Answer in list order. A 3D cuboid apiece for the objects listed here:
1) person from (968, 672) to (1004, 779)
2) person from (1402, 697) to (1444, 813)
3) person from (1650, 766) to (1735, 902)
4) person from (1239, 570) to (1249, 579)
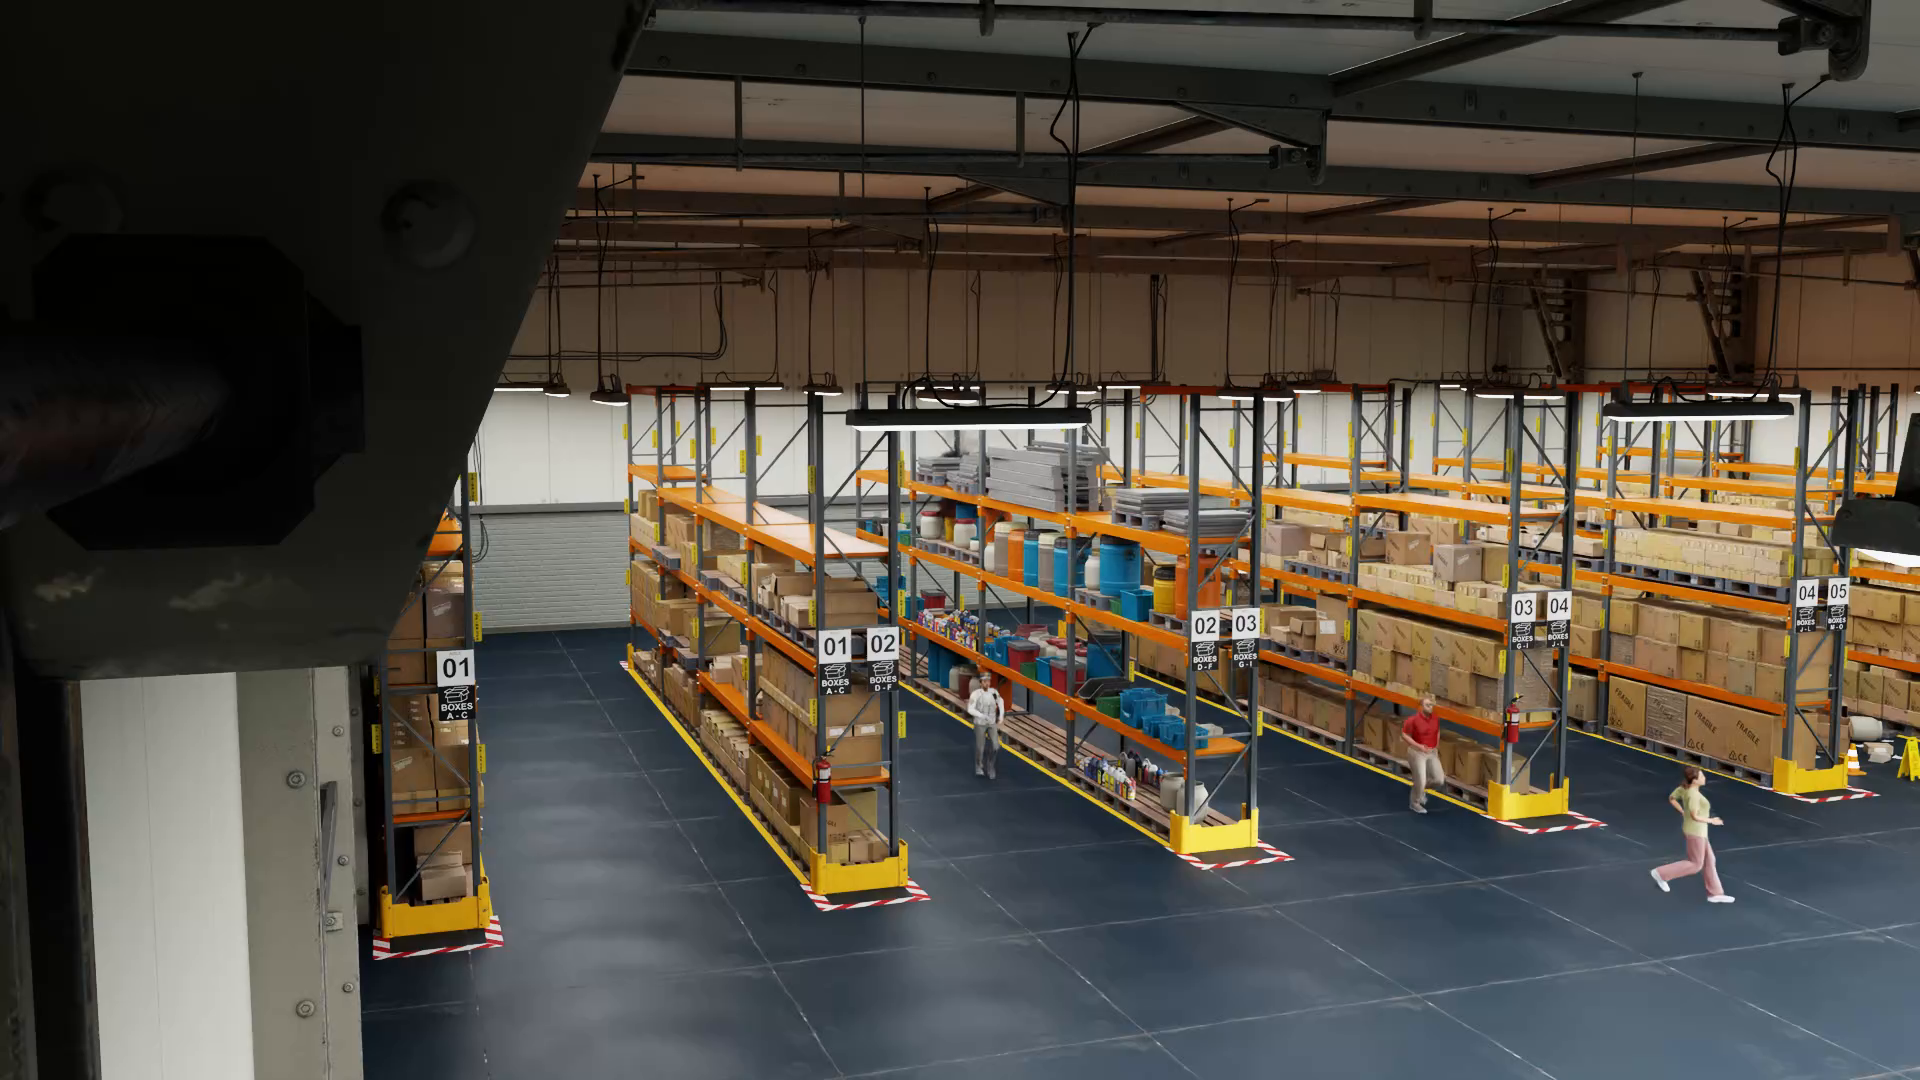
[{"bbox_3d":[0.421,2.862,25.607,0.643,1.708,0.660,-2,6,-18],"label":"person"},{"bbox_3d":[6.614,3.062,23.641,0.679,1.677,0.587,-2,6,-19],"label":"person"},{"bbox_3d":[8.692,3.477,19.687,0.970,1.633,0.592,1,6,10],"label":"person"},{"bbox_3d":[6.407,1.541,37.993,0.689,1.808,0.835,-1,6,-14],"label":"person"}]
